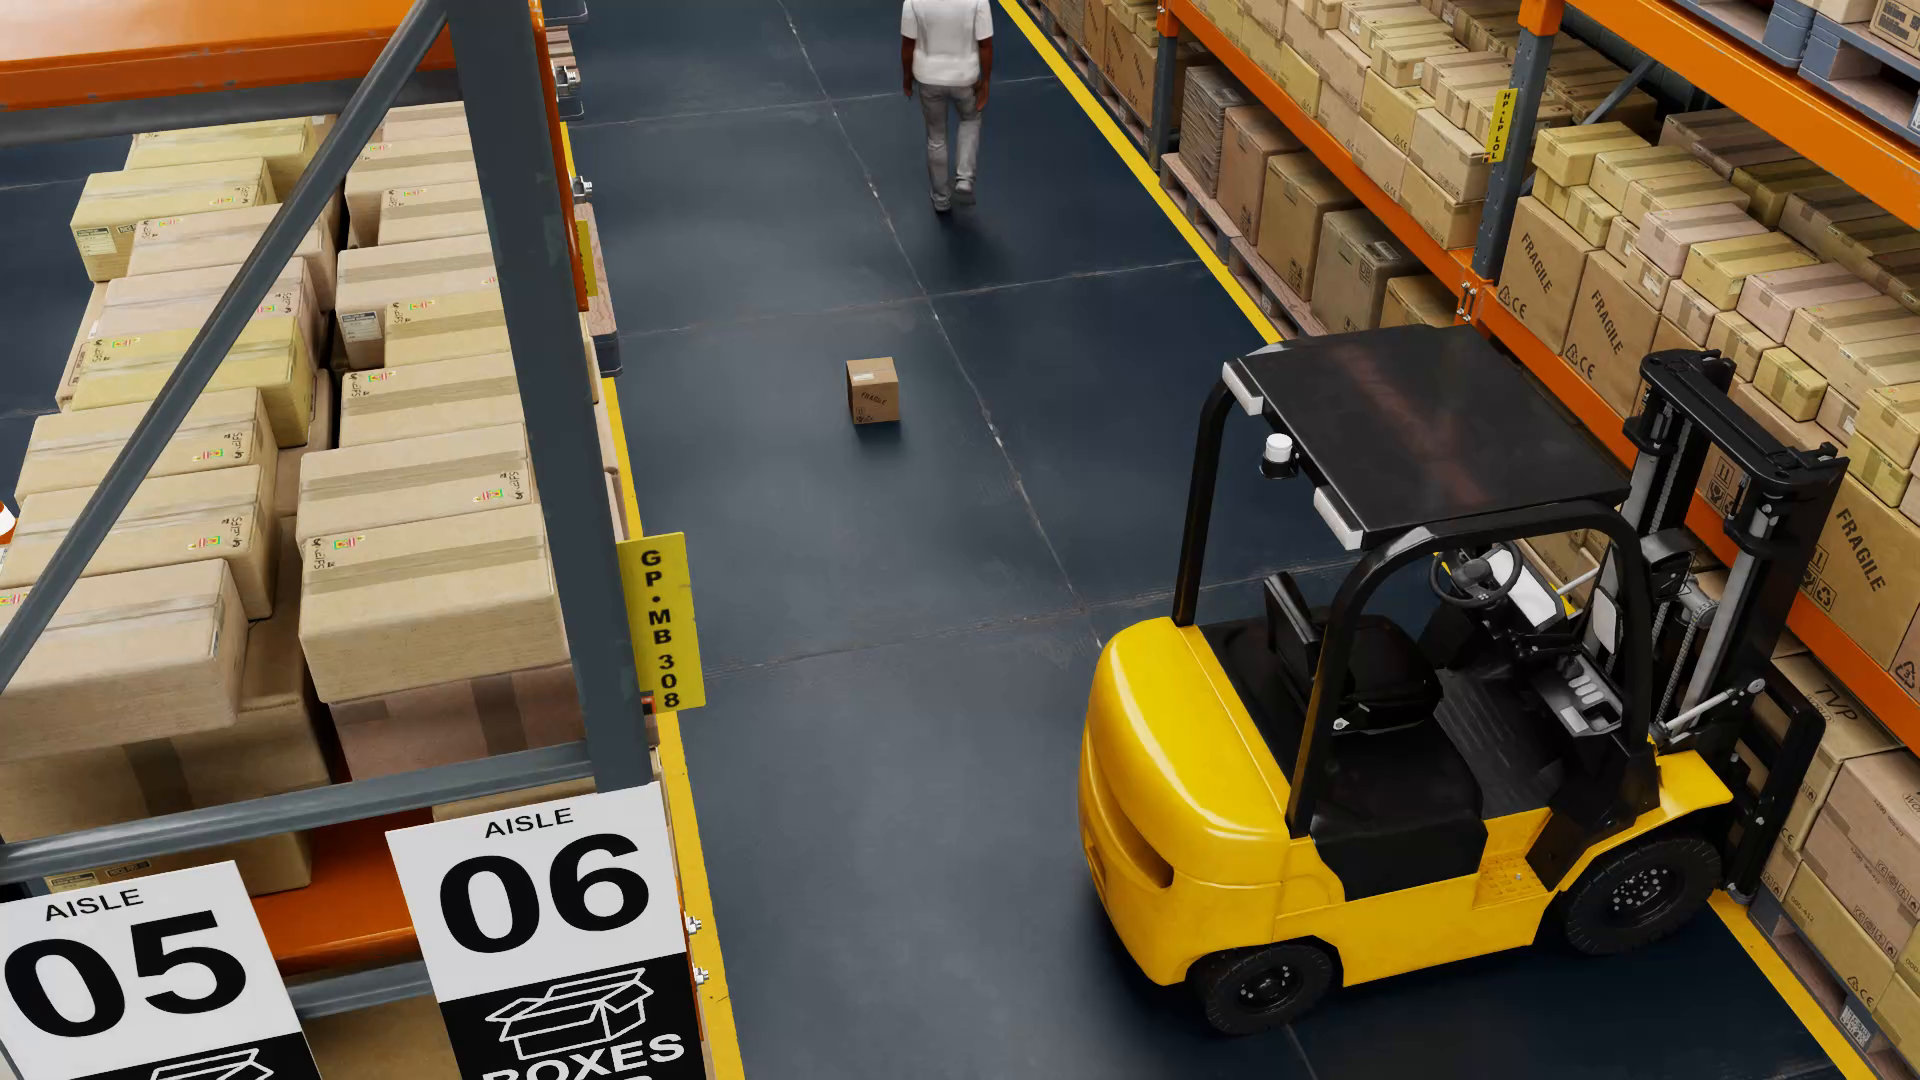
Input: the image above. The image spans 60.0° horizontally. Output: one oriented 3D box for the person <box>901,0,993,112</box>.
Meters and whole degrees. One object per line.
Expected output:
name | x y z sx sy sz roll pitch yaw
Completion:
person | -0.079 -3.154 10.134 0.568 1.069 0.347 0 38 1
